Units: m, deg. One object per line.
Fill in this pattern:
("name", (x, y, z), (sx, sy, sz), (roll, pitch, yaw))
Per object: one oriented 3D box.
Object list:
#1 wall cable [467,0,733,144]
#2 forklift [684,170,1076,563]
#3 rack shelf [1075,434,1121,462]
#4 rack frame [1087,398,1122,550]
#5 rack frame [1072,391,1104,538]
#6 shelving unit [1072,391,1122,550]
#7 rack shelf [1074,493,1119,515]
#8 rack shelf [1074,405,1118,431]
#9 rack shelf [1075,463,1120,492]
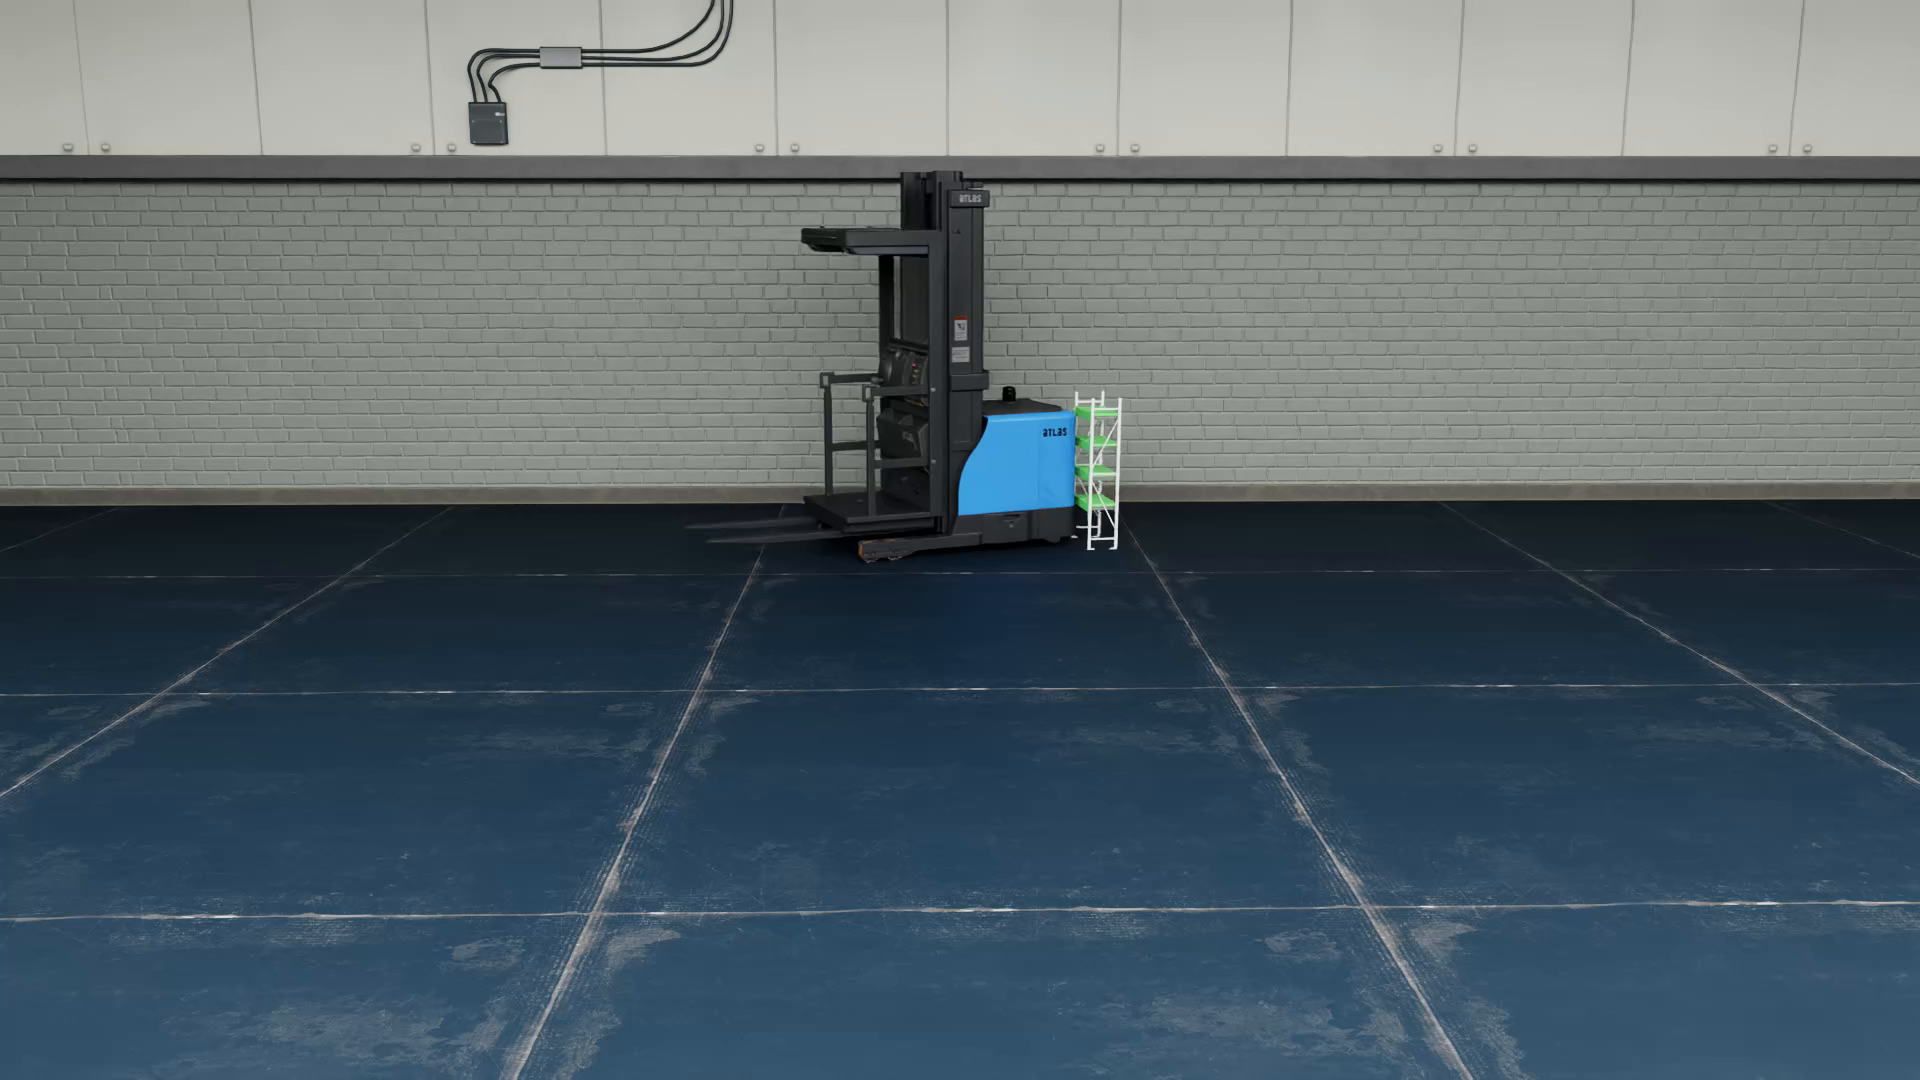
("wall cable", (-3.105, -6.400, 13.918), (2.305, 6.003, 0.169), (0, 11, -1))
("forklift", (-0.629, -1.381, 12.992), (3.031, 2.935, 1.130), (-5, 12, -23))
("rack shelf", (1.091, -0.738, 13.284), (0.258, 0.148, 0.480), (-2, 12, -11))
("rack frame", (1.136, -0.517, 13.084), (0.240, 1.200, 0.015), (-2, 12, -11))
("rack frame", (1.042, -0.613, 13.553), (0.240, 1.200, 0.015), (-2, 12, -11))
("shelving unit", (1.089, -0.565, 13.319), (0.258, 1.200, 0.503), (-2, 12, -11))
("rack shelf", (1.086, -0.267, 13.378), (0.258, 0.148, 0.480), (-2, 12, -11))
("rack shelf", (1.094, -0.973, 13.237), (0.258, 0.148, 0.480), (-2, 12, -11))
("rack shelf", (1.088, -0.502, 13.331), (0.258, 0.148, 0.480), (-2, 12, -11))
